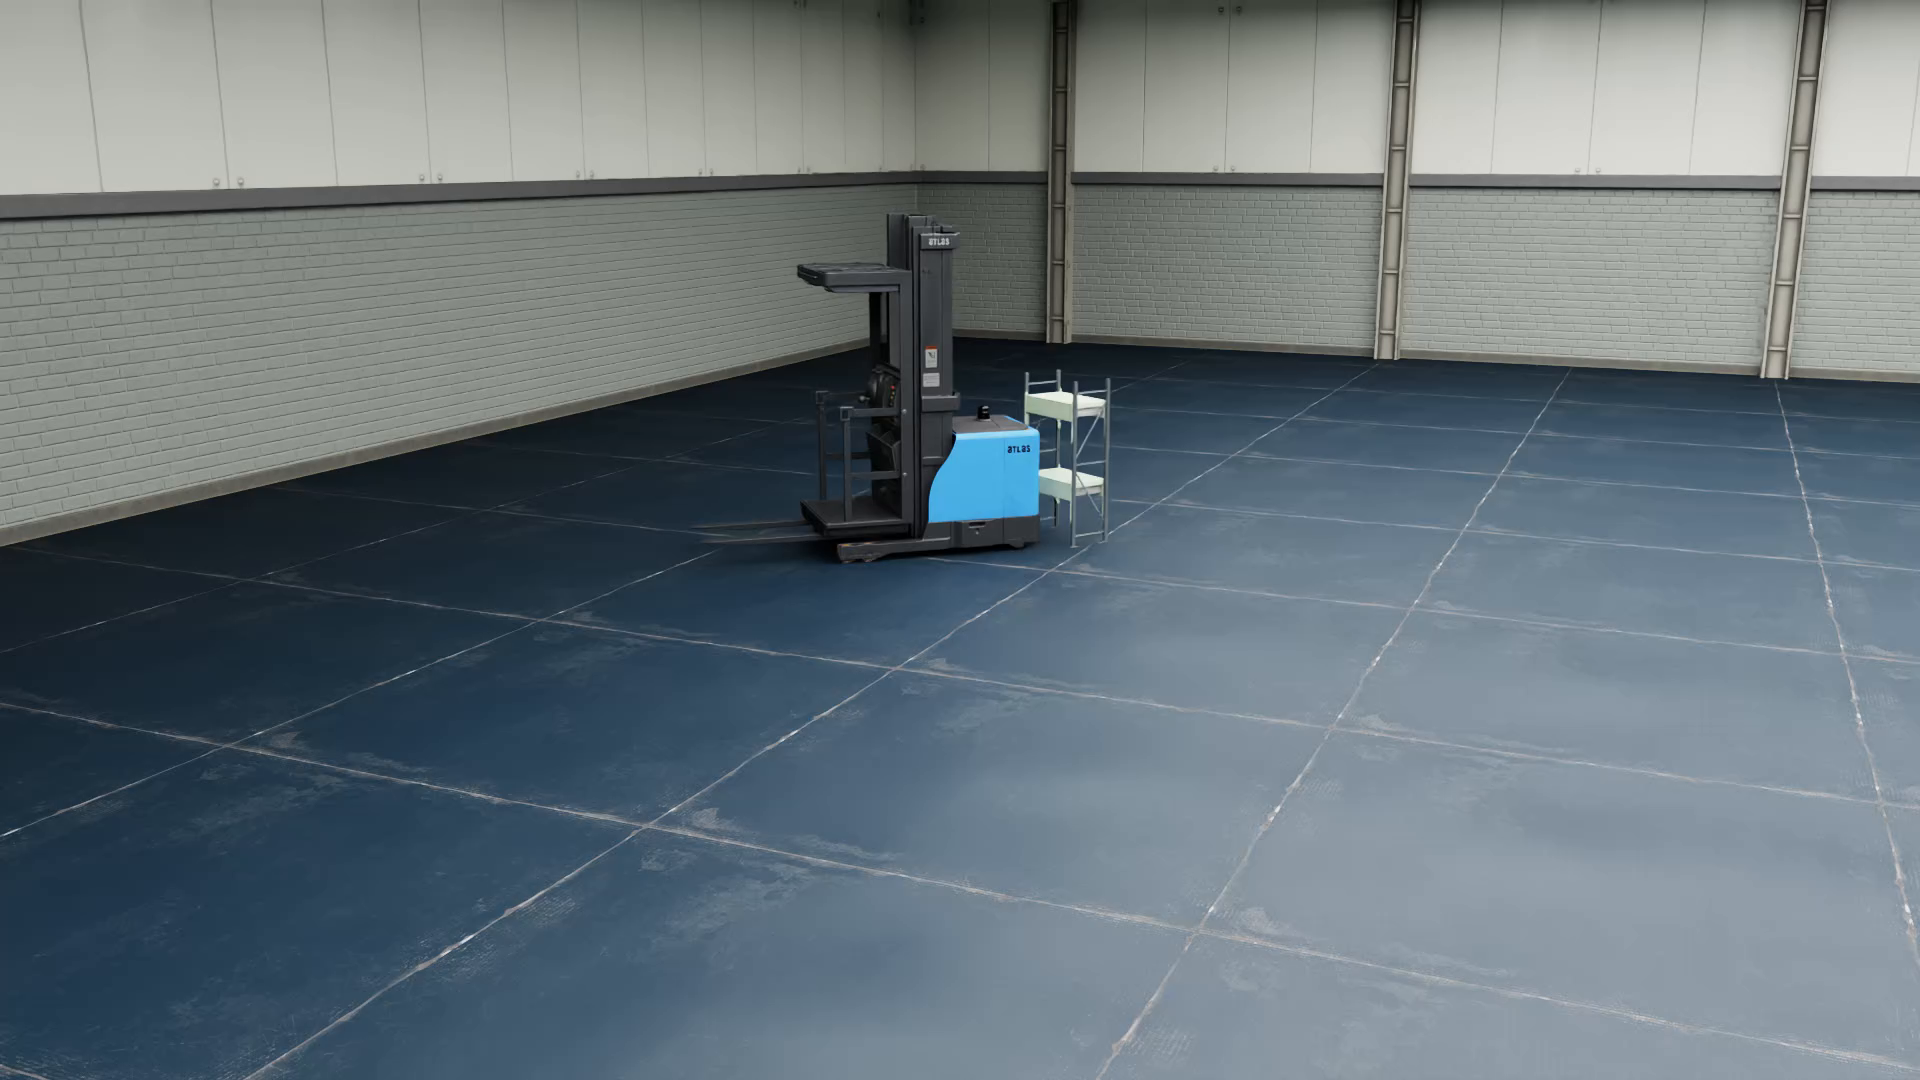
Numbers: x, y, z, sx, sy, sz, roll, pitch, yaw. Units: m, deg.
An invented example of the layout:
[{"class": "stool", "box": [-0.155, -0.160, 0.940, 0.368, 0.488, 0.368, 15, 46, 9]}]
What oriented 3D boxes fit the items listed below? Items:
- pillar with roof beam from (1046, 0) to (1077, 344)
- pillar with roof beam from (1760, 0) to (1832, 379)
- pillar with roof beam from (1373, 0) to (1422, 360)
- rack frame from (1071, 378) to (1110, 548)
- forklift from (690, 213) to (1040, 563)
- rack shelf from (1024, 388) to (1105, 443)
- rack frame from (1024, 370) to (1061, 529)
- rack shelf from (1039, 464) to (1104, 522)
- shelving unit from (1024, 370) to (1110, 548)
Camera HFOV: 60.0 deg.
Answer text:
[{"class": "pillar with roof beam", "box": [0.096, -7.155, 26.045, 0.548, 9.000, 9.100, 6, 14, 23]}, {"class": "pillar with roof beam", "box": [11.067, -6.045, 21.313, 0.400, 9.000, 9.100, 6, 14, 23]}, {"class": "pillar with roof beam", "box": [5.582, -6.600, 23.679, 0.400, 9.000, 9.100, 6, 14, 23]}, {"class": "rack frame", "box": [1.168, -0.684, 14.882, 0.400, 1.500, 0.023, -9, 16, -33]}, {"class": "forklift", "box": [-0.857, -1.360, 14.629, 3.031, 2.935, 1.130, -4, 14, -17]}, {"class": "rack shelf", "box": [0.964, -1.134, 15.090, 0.431, 0.370, 0.720, -9, 16, -33]}, {"class": "rack frame", "box": [0.761, -0.823, 15.475, 0.400, 1.500, 0.023, -9, 16, -33]}, {"class": "rack shelf", "box": [0.964, -0.436, 15.253, 0.431, 0.370, 0.720, -9, 16, -33]}, {"class": "shelving unit", "box": [0.964, -0.754, 15.179, 0.431, 1.500, 0.755, -9, 16, -33]}]
